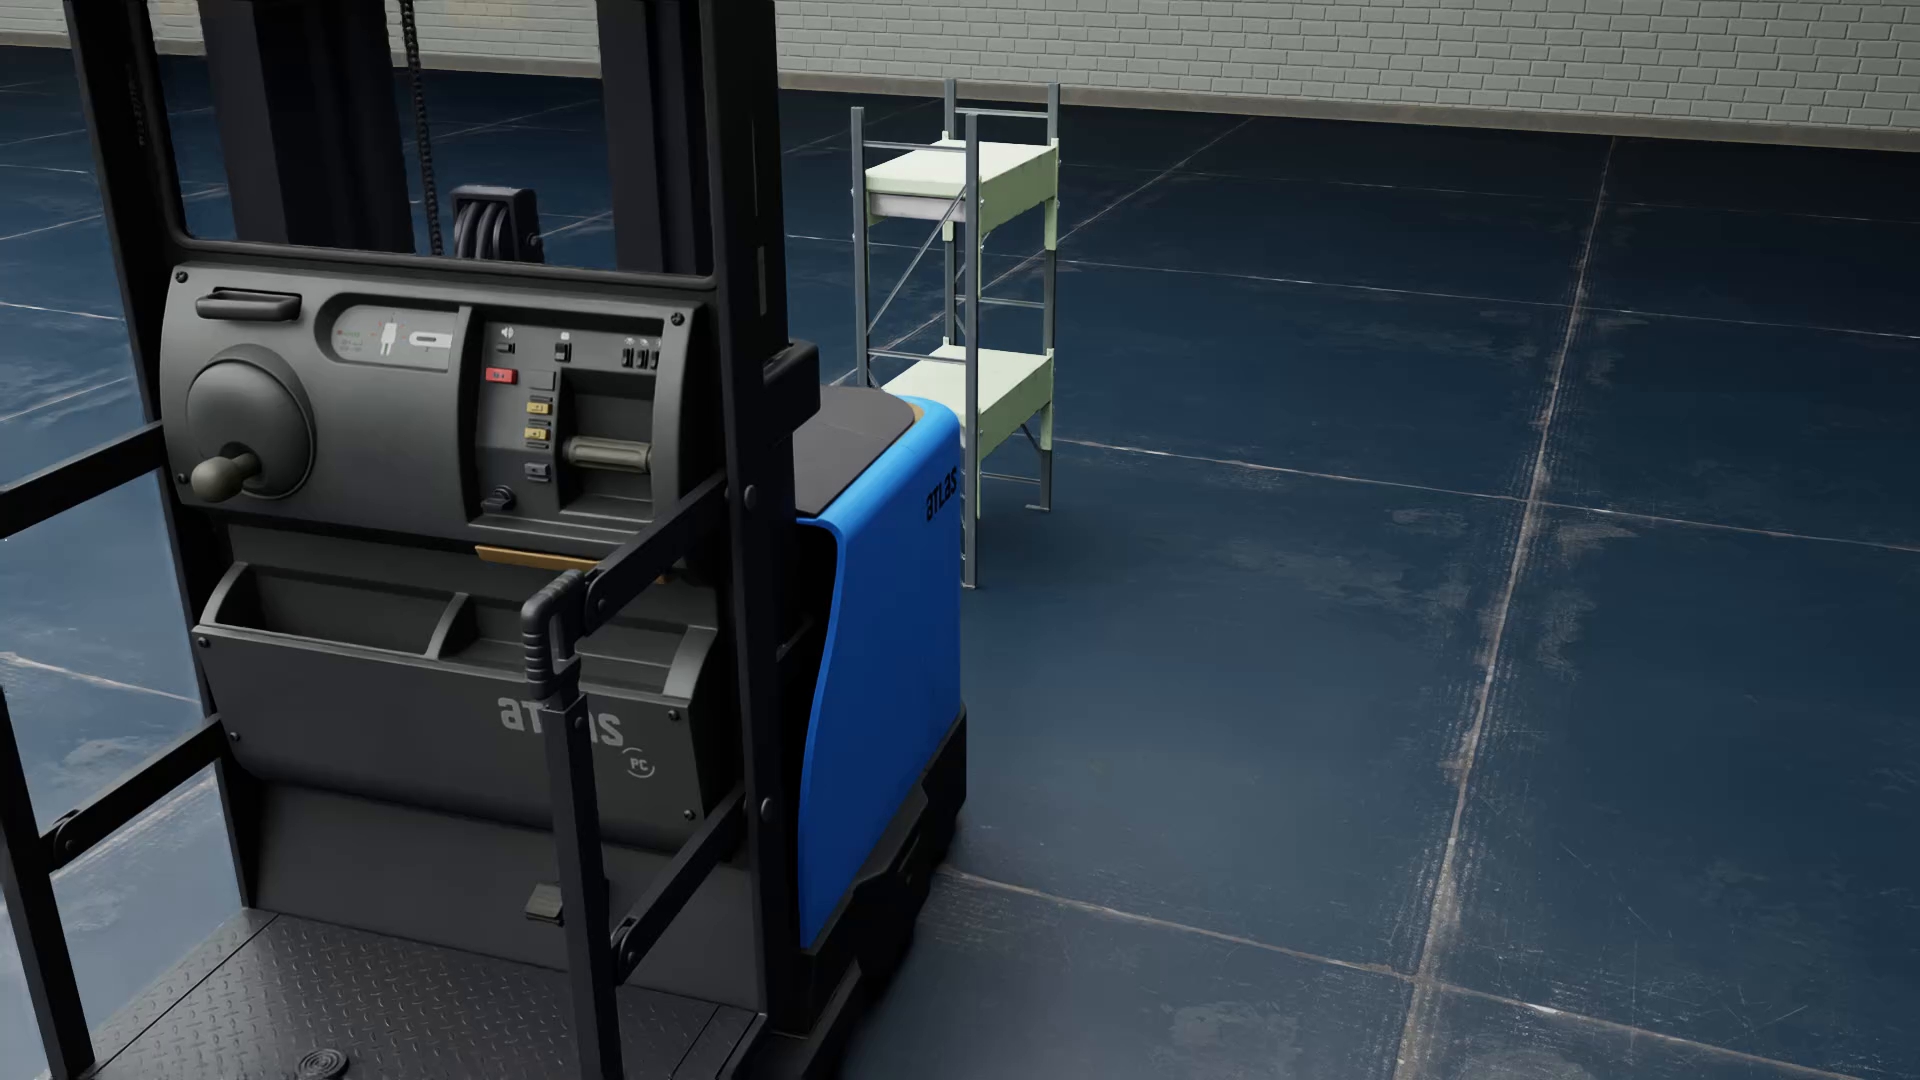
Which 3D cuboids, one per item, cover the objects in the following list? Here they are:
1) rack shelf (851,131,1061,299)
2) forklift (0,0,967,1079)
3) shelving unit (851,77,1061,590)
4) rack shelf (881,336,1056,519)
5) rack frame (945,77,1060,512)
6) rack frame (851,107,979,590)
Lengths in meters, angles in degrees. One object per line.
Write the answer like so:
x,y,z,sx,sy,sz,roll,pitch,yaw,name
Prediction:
0.002,-1.055,5.316,0.431,0.370,0.720,9,24,20,rack shelf
-0.905,-0.191,2.404,1.130,2.935,3.031,7,24,16,forklift
0.002,-0.694,5.467,0.431,1.500,0.755,9,24,20,shelving unit
0.002,-0.394,5.592,0.431,0.370,0.720,9,24,20,rack shelf
0.138,-0.825,5.780,0.400,1.500,0.023,9,24,20,rack frame
-0.133,-0.563,5.153,0.400,1.500,0.023,9,24,20,rack frame
